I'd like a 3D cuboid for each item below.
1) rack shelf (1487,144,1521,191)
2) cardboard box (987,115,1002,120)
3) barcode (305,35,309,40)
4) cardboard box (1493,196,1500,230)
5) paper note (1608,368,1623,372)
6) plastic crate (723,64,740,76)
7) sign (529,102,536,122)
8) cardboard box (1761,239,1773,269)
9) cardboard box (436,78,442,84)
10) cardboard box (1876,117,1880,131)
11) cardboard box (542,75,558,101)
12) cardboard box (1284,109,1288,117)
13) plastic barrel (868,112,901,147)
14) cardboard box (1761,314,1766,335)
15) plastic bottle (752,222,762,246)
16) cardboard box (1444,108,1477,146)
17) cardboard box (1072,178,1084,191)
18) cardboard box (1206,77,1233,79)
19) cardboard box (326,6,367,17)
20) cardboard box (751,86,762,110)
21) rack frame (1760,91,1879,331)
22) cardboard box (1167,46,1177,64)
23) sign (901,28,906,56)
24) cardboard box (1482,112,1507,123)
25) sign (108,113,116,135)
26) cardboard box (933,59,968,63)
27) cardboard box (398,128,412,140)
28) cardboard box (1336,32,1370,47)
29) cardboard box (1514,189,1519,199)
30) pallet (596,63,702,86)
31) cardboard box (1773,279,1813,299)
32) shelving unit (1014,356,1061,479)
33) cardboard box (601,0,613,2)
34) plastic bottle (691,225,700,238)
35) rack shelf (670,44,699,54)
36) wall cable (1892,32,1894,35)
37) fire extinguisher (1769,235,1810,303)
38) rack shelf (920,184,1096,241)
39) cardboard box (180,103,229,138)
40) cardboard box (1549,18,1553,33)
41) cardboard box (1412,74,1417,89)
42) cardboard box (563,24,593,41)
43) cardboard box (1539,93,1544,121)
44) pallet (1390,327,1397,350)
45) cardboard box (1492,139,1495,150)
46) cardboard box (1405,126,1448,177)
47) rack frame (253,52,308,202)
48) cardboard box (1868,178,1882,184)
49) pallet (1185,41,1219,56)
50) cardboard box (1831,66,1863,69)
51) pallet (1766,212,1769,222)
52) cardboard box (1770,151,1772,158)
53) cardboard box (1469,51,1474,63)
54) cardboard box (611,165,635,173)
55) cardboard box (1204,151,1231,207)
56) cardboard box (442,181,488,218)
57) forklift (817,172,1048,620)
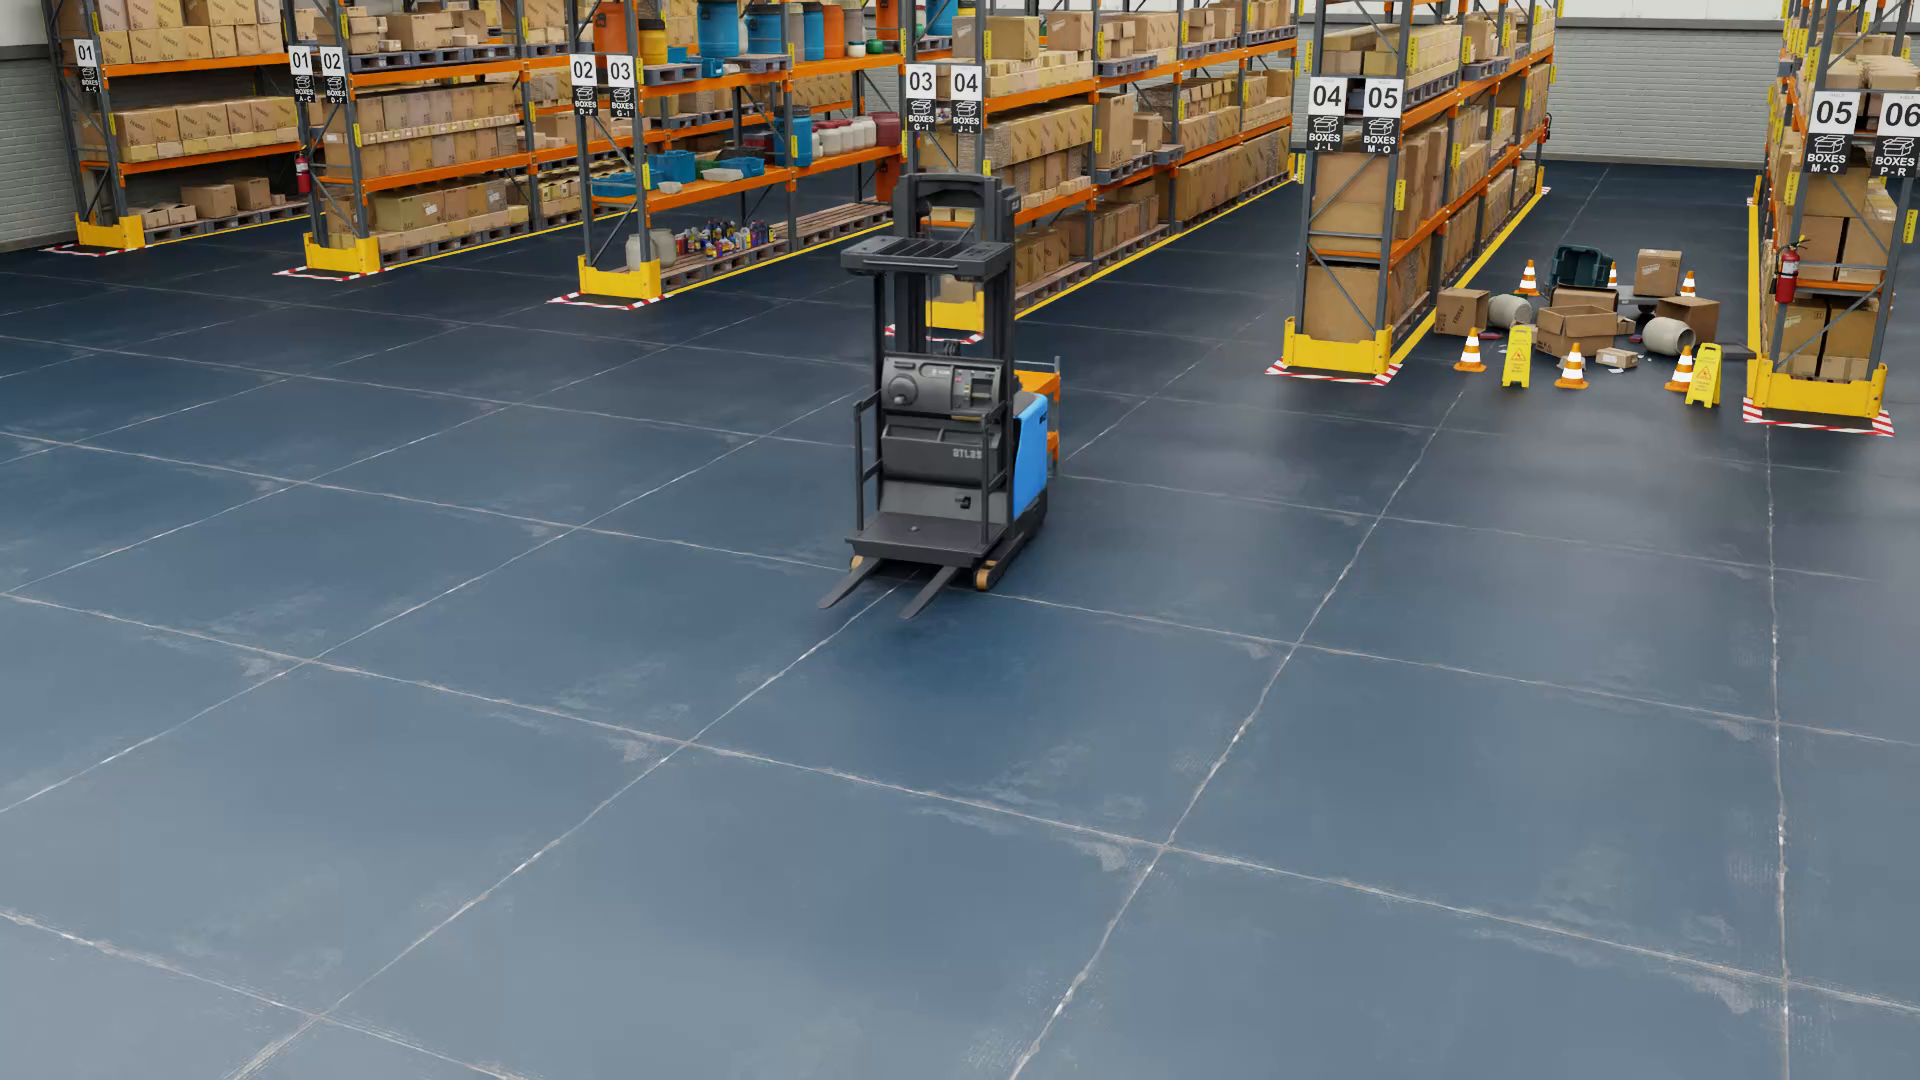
[{"bbox_3d":[8.405,-6.127,27.294,1.077,0.370,4.000,9,21,23],"label":"rack shelf"},{"bbox_3d":[0.233,-5.287,21.773,0.500,0.500,0.500,9,21,23],"label":"cardboard box"},{"bbox_3d":[-9.526,-7.326,24.249,0.001,0.075,0.075,9,21,23],"label":"barcode"},{"bbox_3d":[8.517,-5.368,27.189,0.500,0.500,0.500,8,21,21],"label":"cardboard box"},{"bbox_3d":[7.439,-1.924,18.833,0.148,0.019,0.142,1,20,4],"label":"paper note"},{"bbox_3d":[-3.343,-6.766,23.933,0.243,0.136,0.396,9,21,23],"label":"plastic crate"},{"bbox_3d":[-7.065,-7.073,27.471,0.100,0.325,0.005,9,21,23],"label":"sign"},{"bbox_3d":[11.903,-3.995,23.519,0.950,0.372,0.625,7,21,19],"label":"cardboard box"},{"bbox_3d":[-10.505,-9.329,33.482,0.500,0.250,0.500,9,22,24],"label":"cardboard box"},{"bbox_3d":[9.300,-4.112,16.454,0.380,0.149,0.250,9,21,23],"label":"cardboard box"},{"bbox_3d":[-8.975,-9.691,35.620,0.500,0.500,0.500,9,21,23],"label":"cardboard box"},{"bbox_3d":[6.428,-8.659,33.716,0.380,0.149,0.250,9,21,23],"label":"cardboard box"},{"bbox_3d":[-1.330,-7.126,28.827,0.600,0.536,0.708,9,21,23],"label":"plastic barrel"},{"bbox_3d":[9.809,-2.578,19.717,0.500,0.250,0.500,10,22,26],"label":"cardboard box"},{"bbox_3d":[-3.133,-4.687,25.468,0.144,0.351,0.185,7,21,20],"label":"plastic bottle"},{"bbox_3d":[7.187,-6.082,24.453,0.700,0.500,0.500,8,21,22],"label":"cardboard box"},{"bbox_3d":[1.534,-5.044,23.549,0.380,0.149,0.250,9,21,23],"label":"cardboard box"},{"bbox_3d":[4.894,-8.541,31.670,0.500,0.500,0.500,9,21,23],"label":"cardboard box"},{"bbox_3d":[-11.291,-9.574,30.659,0.500,0.500,0.500,8,21,21],"label":"cardboard box"},{"bbox_3d":[-4.325,-9.384,35.230,0.500,0.500,0.500,9,21,24],"label":"cardboard box"},{"bbox_3d":[10.506,-3.983,20.193,1.000,3.000,0.127,9,21,23],"label":"rack frame"},{"bbox_3d":[3.132,-7.730,26.474,0.500,0.250,0.500,9,21,23],"label":"cardboard box"},{"bbox_3d":[-0.672,-6.033,20.159,0.100,0.325,0.005,9,21,23],"label":"sign"},{"bbox_3d":[8.810,-6.972,27.456,0.380,0.149,0.250,8,21,21],"label":"cardboard box"},{"bbox_3d":[-13.235,-6.493,25.957,0.100,0.325,0.005,9,21,23],"label":"sign"},{"bbox_3d":[-0.119,-5.941,20.849,0.380,0.149,0.250,8,21,20],"label":"cardboard box"},{"bbox_3d":[-8.538,-6.158,25.190,0.380,0.149,0.250,8,21,22],"label":"cardboard box"},{"bbox_3d":[4.452,-5.708,18.974,0.380,0.149,0.250,9,21,24],"label":"cardboard box"},{"bbox_3d":[9.665,-6.139,29.438,0.380,0.149,0.250,10,22,25],"label":"cardboard box"},{"bbox_3d":[-4.264,-6.364,22.692,1.003,0.211,1.213,9,21,23],"label":"pallet"},{"bbox_3d":[9.047,-2.724,18.041,0.380,0.149,0.250,9,22,24],"label":"cardboard box"},{"bbox_3d":[0.465,-0.959,14.486,0.538,1.125,1.048,7,21,20],"label":"shelving unit"},{"bbox_3d":[-8.064,-12.106,36.885,0.500,0.500,0.500,8,21,22],"label":"cardboard box"},{"bbox_3d":[-4.015,-4.604,25.236,0.144,0.351,0.185,8,21,22],"label":"plastic bottle"},{"bbox_3d":[-5.115,-9.612,32.617,1.077,0.370,4.000,9,21,23],"label":"rack shelf"},{"bbox_3d":[19.006,-9.666,34.656,0.588,1.984,0.122,9,21,23],"label":"wall cable"},{"bbox_3d":[8.400,-2.752,16.847,0.296,0.674,0.183,9,21,23],"label":"fire extinguisher"},{"bbox_3d":[0.646,-4.393,22.418,1.077,0.370,4.000,9,21,23],"label":"rack shelf"},{"bbox_3d":[-12.631,-7.022,27.813,0.500,0.500,0.500,9,22,24],"label":"cardboard box"},{"bbox_3d":[10.697,-9.546,30.835,0.500,0.250,0.500,8,21,21],"label":"cardboard box"},{"bbox_3d":[4.847,-5.088,18.420,0.380,0.149,0.250,9,21,23],"label":"cardboard box"},{"bbox_3d":[-6.733,-8.820,28.914,0.500,0.250,0.500,7,21,18],"label":"cardboard box"},{"bbox_3d":[10.697,-8.158,31.338,0.500,0.500,0.500,8,21,22],"label":"cardboard box"},{"bbox_3d":[4.566,-2.350,19.762,1.003,0.211,1.213,9,21,23],"label":"pallet"},{"bbox_3d":[8.283,-6.290,26.428,0.380,0.149,0.250,10,22,25],"label":"cardboard box"},{"bbox_3d":[5.647,-4.919,20.988,0.875,0.550,0.550,9,21,23],"label":"cardboard box"},{"bbox_3d":[-12.092,-7.382,29.750,1.000,3.000,0.127,9,21,23],"label":"rack frame"},{"bbox_3d":[10.550,-4.001,19.648,0.500,0.500,0.500,8,21,21],"label":"cardboard box"},{"bbox_3d":[3.773,-8.437,28.520,1.003,0.211,1.213,10,22,25],"label":"pallet"},{"bbox_3d":[9.223,-4.874,17.404,0.380,0.149,0.250,9,21,23],"label":"cardboard box"},{"bbox_3d":[14.164,-5.337,28.160,1.003,0.211,1.213,9,21,23],"label":"pallet"},{"bbox_3d":[12.926,-5.947,25.939,0.500,0.250,0.500,8,21,22],"label":"cardboard box"},{"bbox_3d":[6.759,-6.564,22.573,0.380,0.149,0.250,9,21,23],"label":"cardboard box"},{"bbox_3d":[-6.130,-6.739,30.582,0.500,0.311,0.500,8,21,22],"label":"cardboard box"},{"bbox_3d":[4.132,-6.514,29.852,1.225,0.875,0.875,8,21,21],"label":"cardboard box"},{"bbox_3d":[-7.979,-5.483,26.767,0.500,0.500,0.500,9,21,23],"label":"cardboard box"},{"bbox_3d":[-0.205,-1.152,12.334,1.130,2.935,3.031,6,20,17],"label":"forklift"}]
